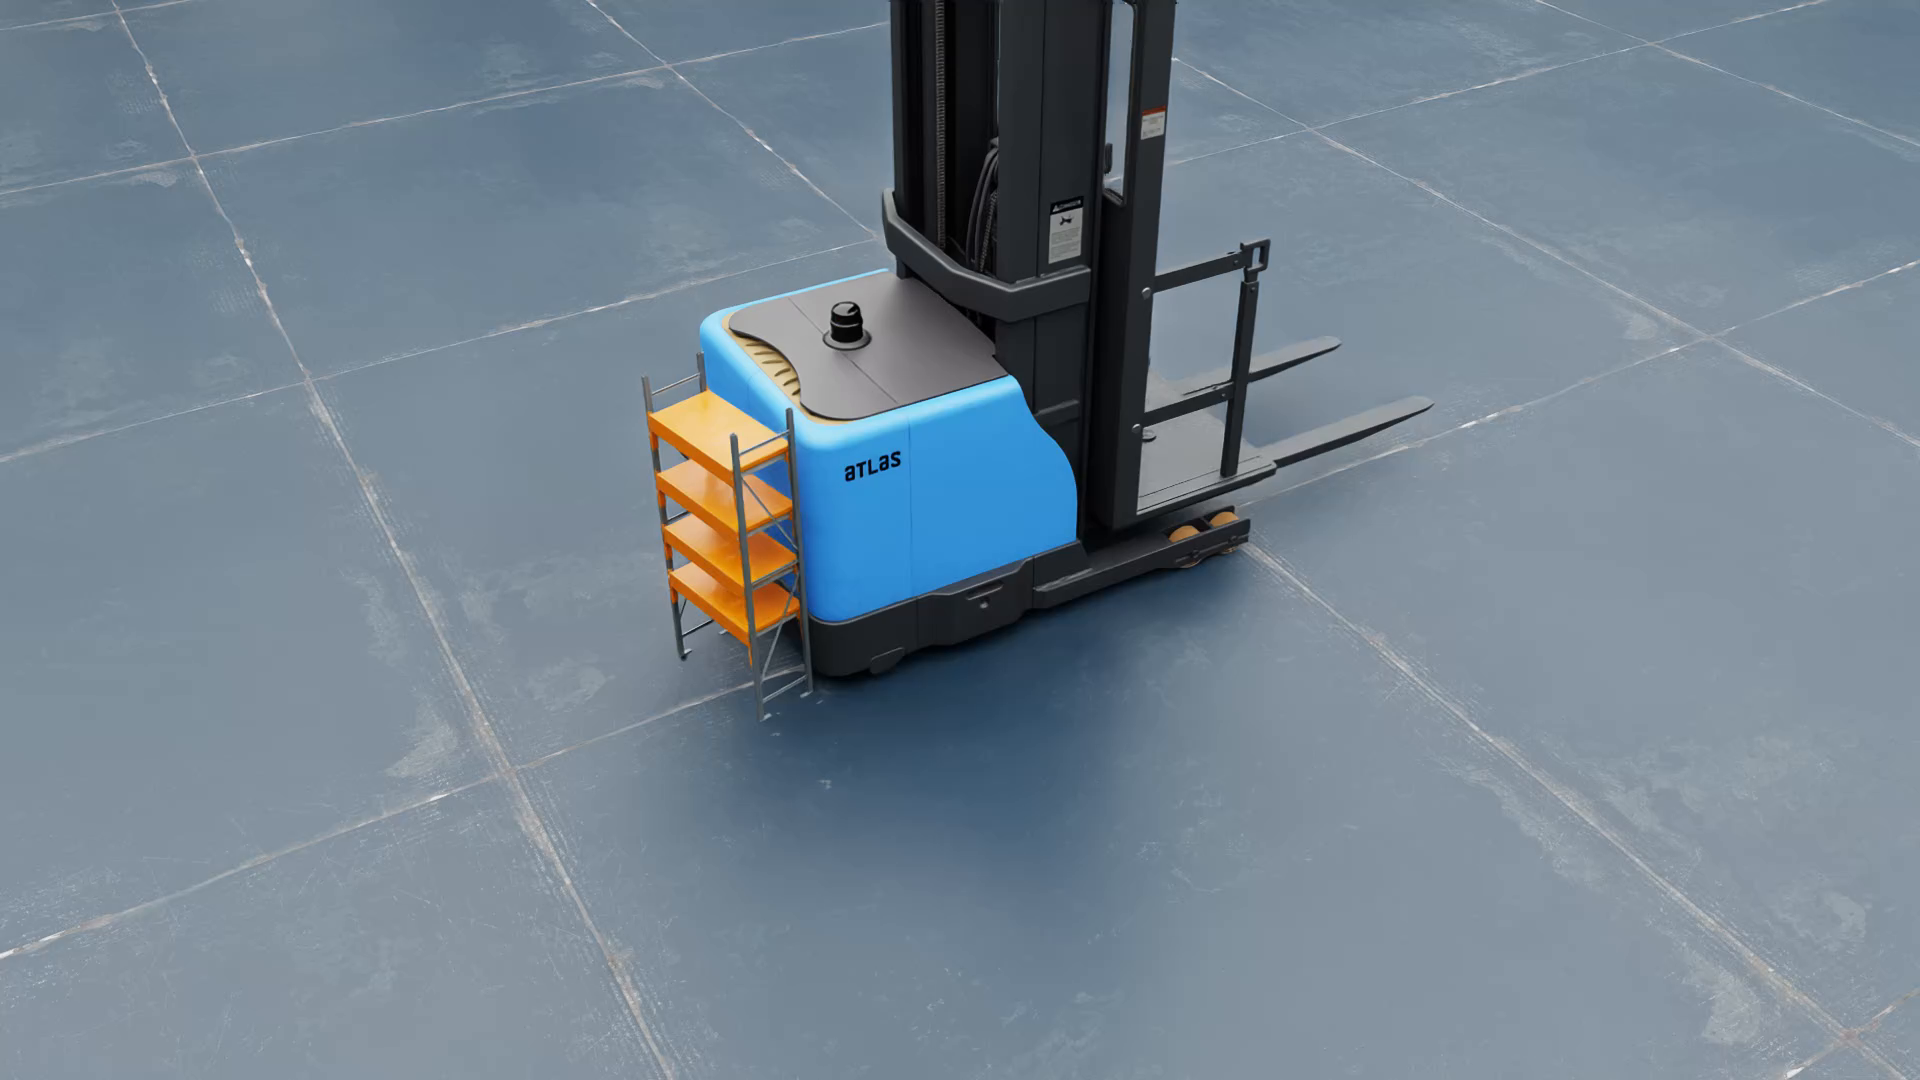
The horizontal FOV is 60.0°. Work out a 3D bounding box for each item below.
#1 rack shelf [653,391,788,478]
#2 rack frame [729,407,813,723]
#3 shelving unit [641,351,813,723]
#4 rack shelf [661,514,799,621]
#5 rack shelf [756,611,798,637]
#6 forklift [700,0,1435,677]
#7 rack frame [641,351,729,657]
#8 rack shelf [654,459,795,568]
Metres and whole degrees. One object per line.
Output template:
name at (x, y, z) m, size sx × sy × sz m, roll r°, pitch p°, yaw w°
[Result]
rack shelf at (-0.788, -0.343, 5.470) m, size 0.221 × 0.050 × 0.457 m, roll -28°, pitch 45°, yaw -33°
rack frame at (-0.623, 0.111, 5.580) m, size 0.240 × 1.200 × 0.015 m, roll -28°, pitch 45°, yaw -33°
shelving unit at (-0.788, 0.005, 5.725) m, size 0.258 × 1.200 × 0.503 m, roll -28°, pitch 45°, yaw -33°
rack shelf at (-0.788, 0.060, 5.765) m, size 0.258 × 0.148 × 0.480 m, roll -28°, pitch 45°, yaw -33°
rack shelf at (-0.788, 0.197, 5.865) m, size 0.199 × 0.029 × 0.442 m, roll -28°, pitch 45°, yaw -33°
forklift at (0.573, -1.324, 6.078) m, size 3.031 × 2.935 × 1.130 m, roll -19°, pitch 40°, yaw -24°
rack frame at (-0.953, -0.101, 5.870) m, size 0.240 × 1.200 × 0.015 m, roll -28°, pitch 45°, yaw -33°
rack shelf at (-0.788, -0.121, 5.633) m, size 0.258 × 0.148 × 0.480 m, roll -28°, pitch 45°, yaw -33°
